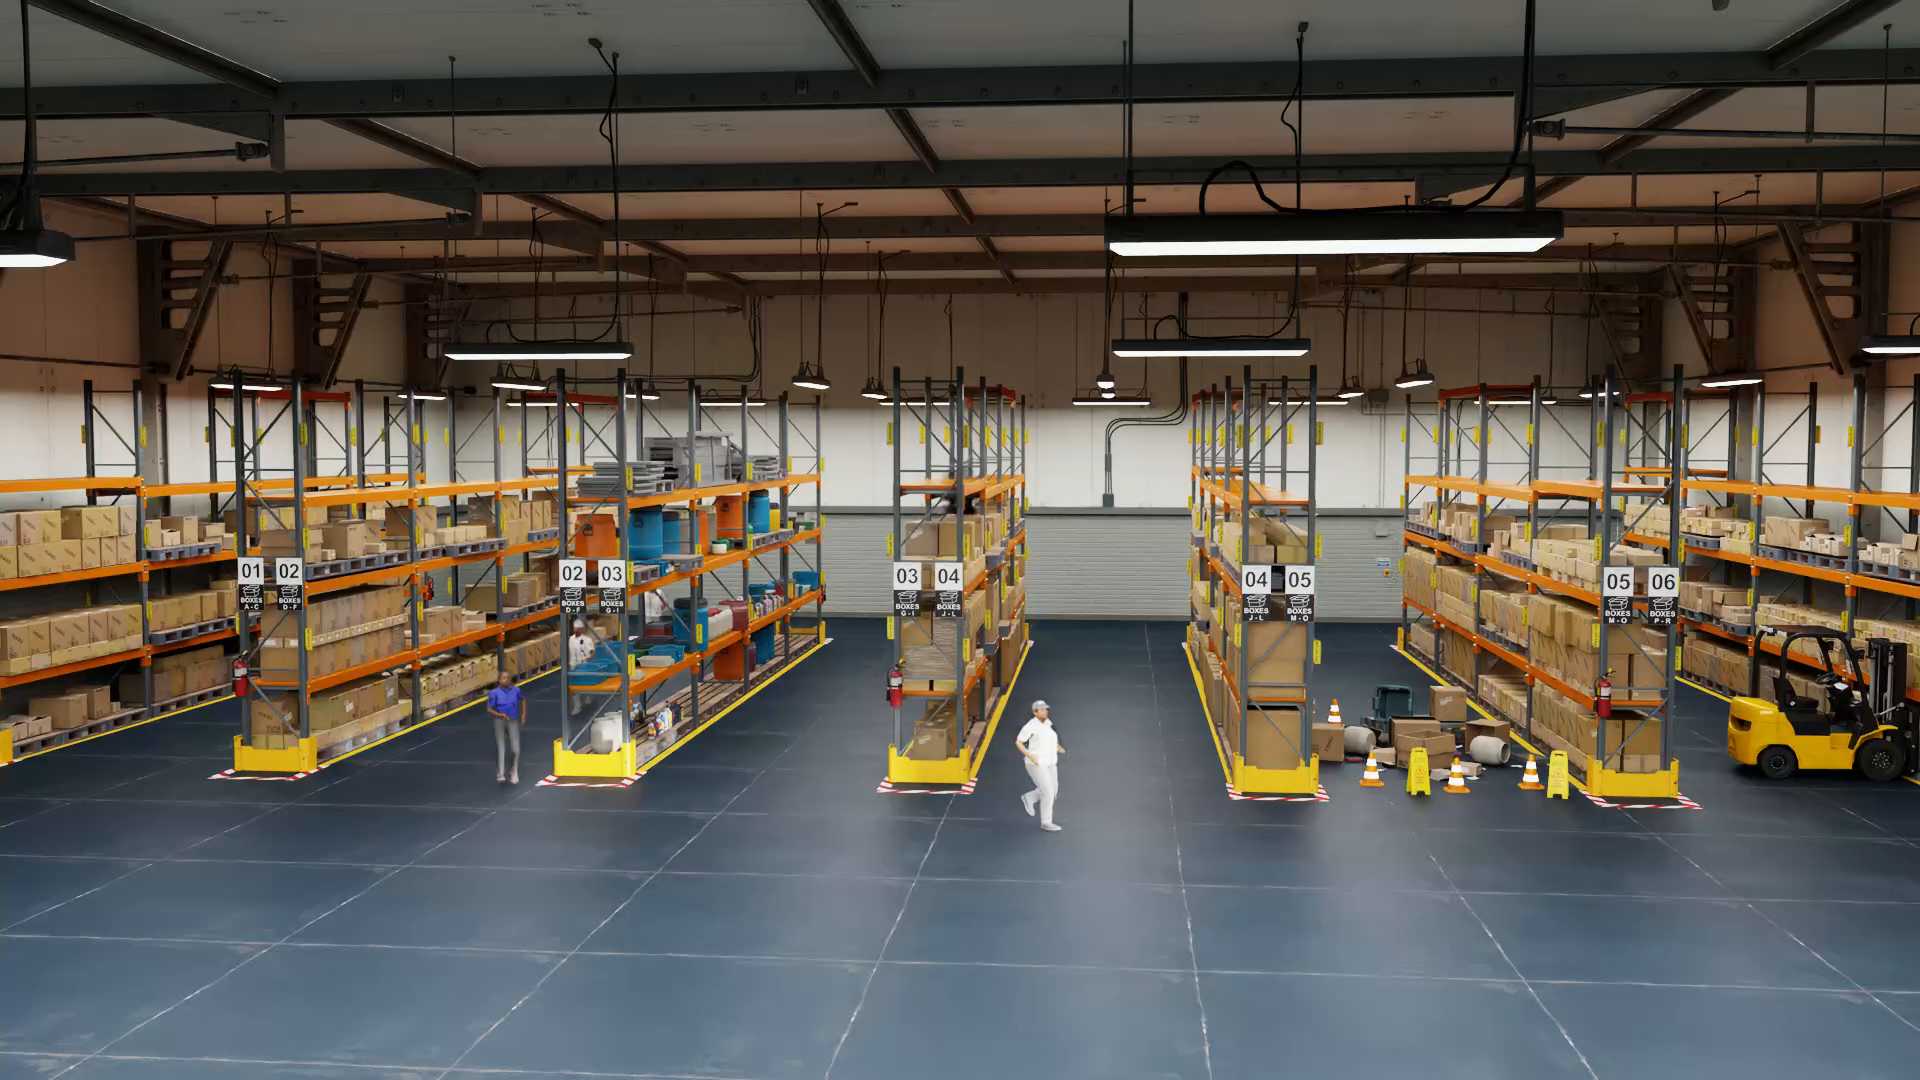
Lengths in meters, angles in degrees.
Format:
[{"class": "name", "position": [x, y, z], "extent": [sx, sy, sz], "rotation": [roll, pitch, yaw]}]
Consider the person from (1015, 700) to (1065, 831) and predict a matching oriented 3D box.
[{"class": "person", "position": [1.013, 2.865, 21.306], "extent": [0.768, 1.630, 0.629], "rotation": [3, 5, 44]}]

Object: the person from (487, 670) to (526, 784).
[{"class": "person", "position": [-6.508, 2.713, 23.930], "extent": [0.592, 1.677, 0.684], "rotation": [-2, 4, -26]}]

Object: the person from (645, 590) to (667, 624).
[{"class": "person", "position": [-7.053, 1.762, 38.115], "extent": [0.688, 1.775, 0.881], "rotation": [0, 4, 0]}]

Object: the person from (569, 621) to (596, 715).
[{"class": "person", "position": [-6.913, 2.293, 30.269], "extent": [0.590, 1.683, 0.743], "rotation": [0, 4, 7]}]
